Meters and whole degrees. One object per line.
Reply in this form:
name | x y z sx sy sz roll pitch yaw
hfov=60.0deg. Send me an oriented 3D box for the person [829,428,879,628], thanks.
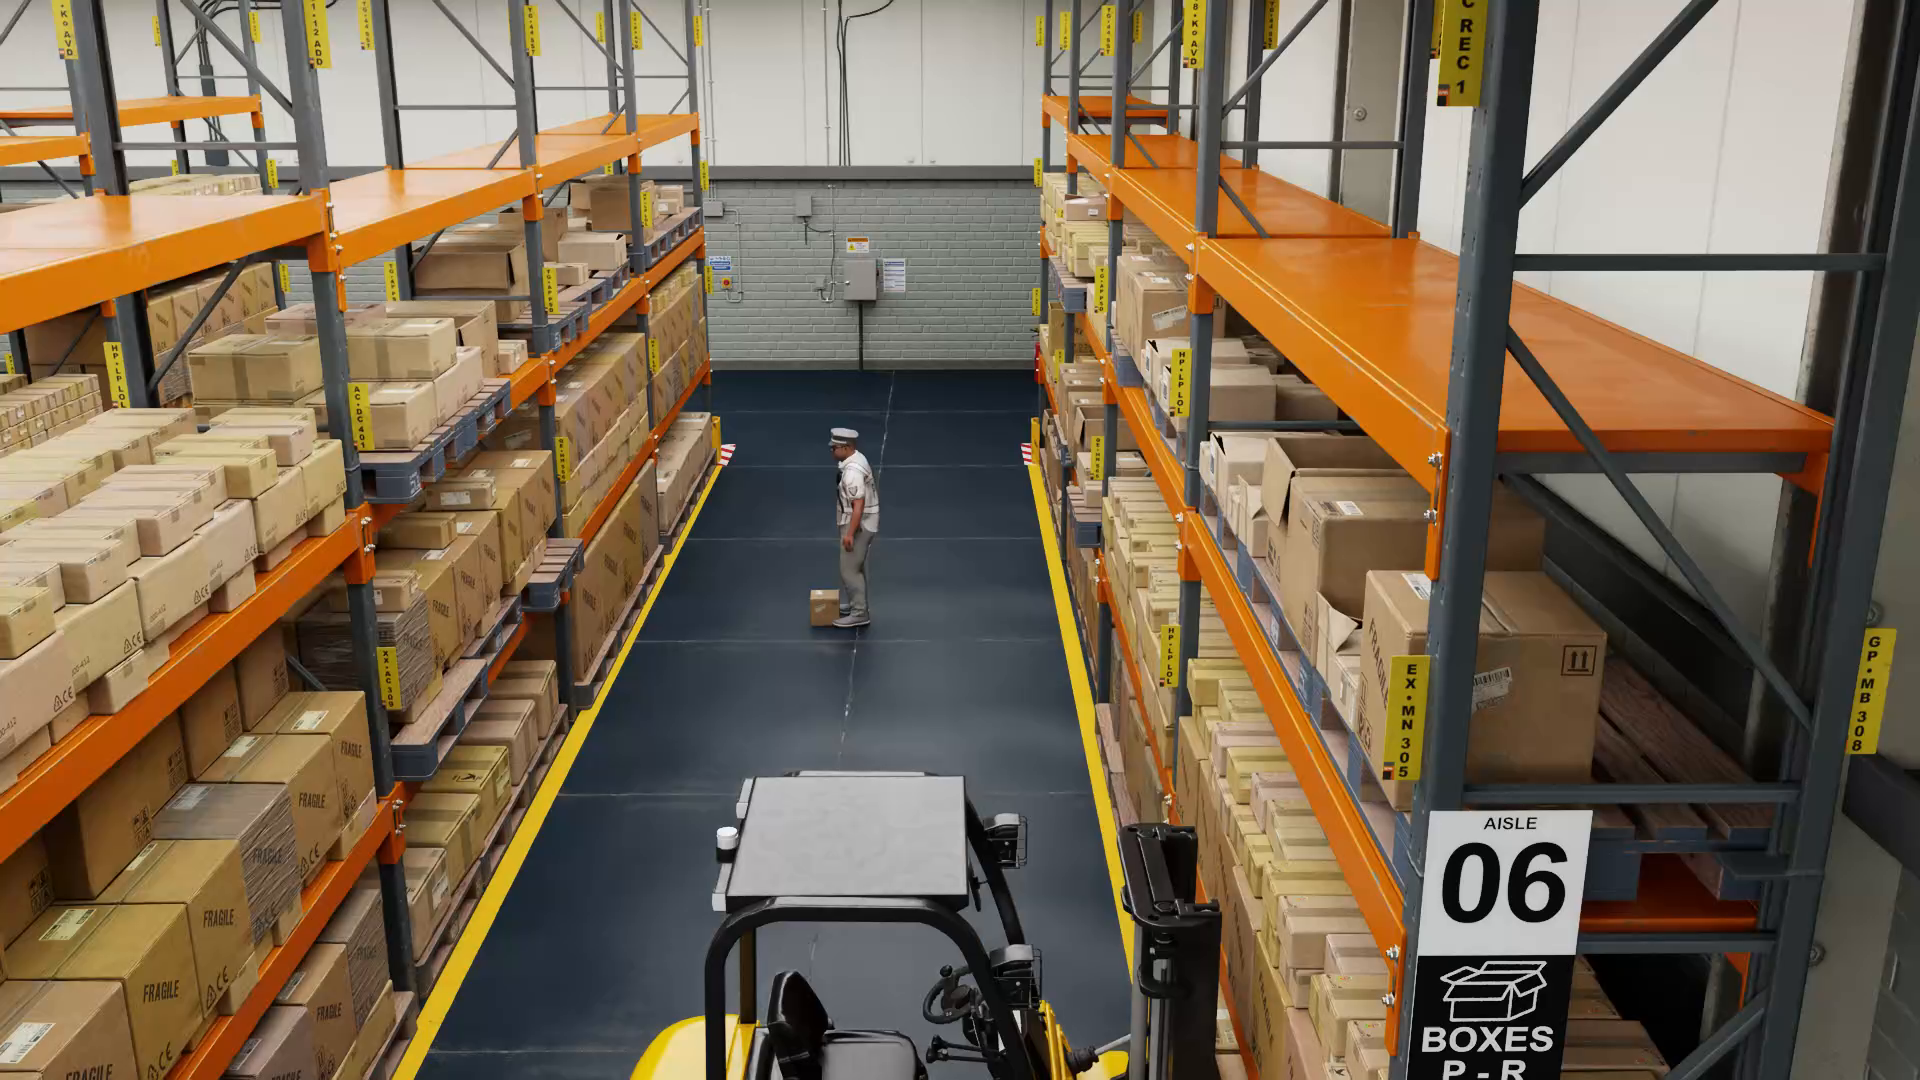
person | -0.918 -0.123 14.508 0.430 1.751 0.606 -1 17 -4
